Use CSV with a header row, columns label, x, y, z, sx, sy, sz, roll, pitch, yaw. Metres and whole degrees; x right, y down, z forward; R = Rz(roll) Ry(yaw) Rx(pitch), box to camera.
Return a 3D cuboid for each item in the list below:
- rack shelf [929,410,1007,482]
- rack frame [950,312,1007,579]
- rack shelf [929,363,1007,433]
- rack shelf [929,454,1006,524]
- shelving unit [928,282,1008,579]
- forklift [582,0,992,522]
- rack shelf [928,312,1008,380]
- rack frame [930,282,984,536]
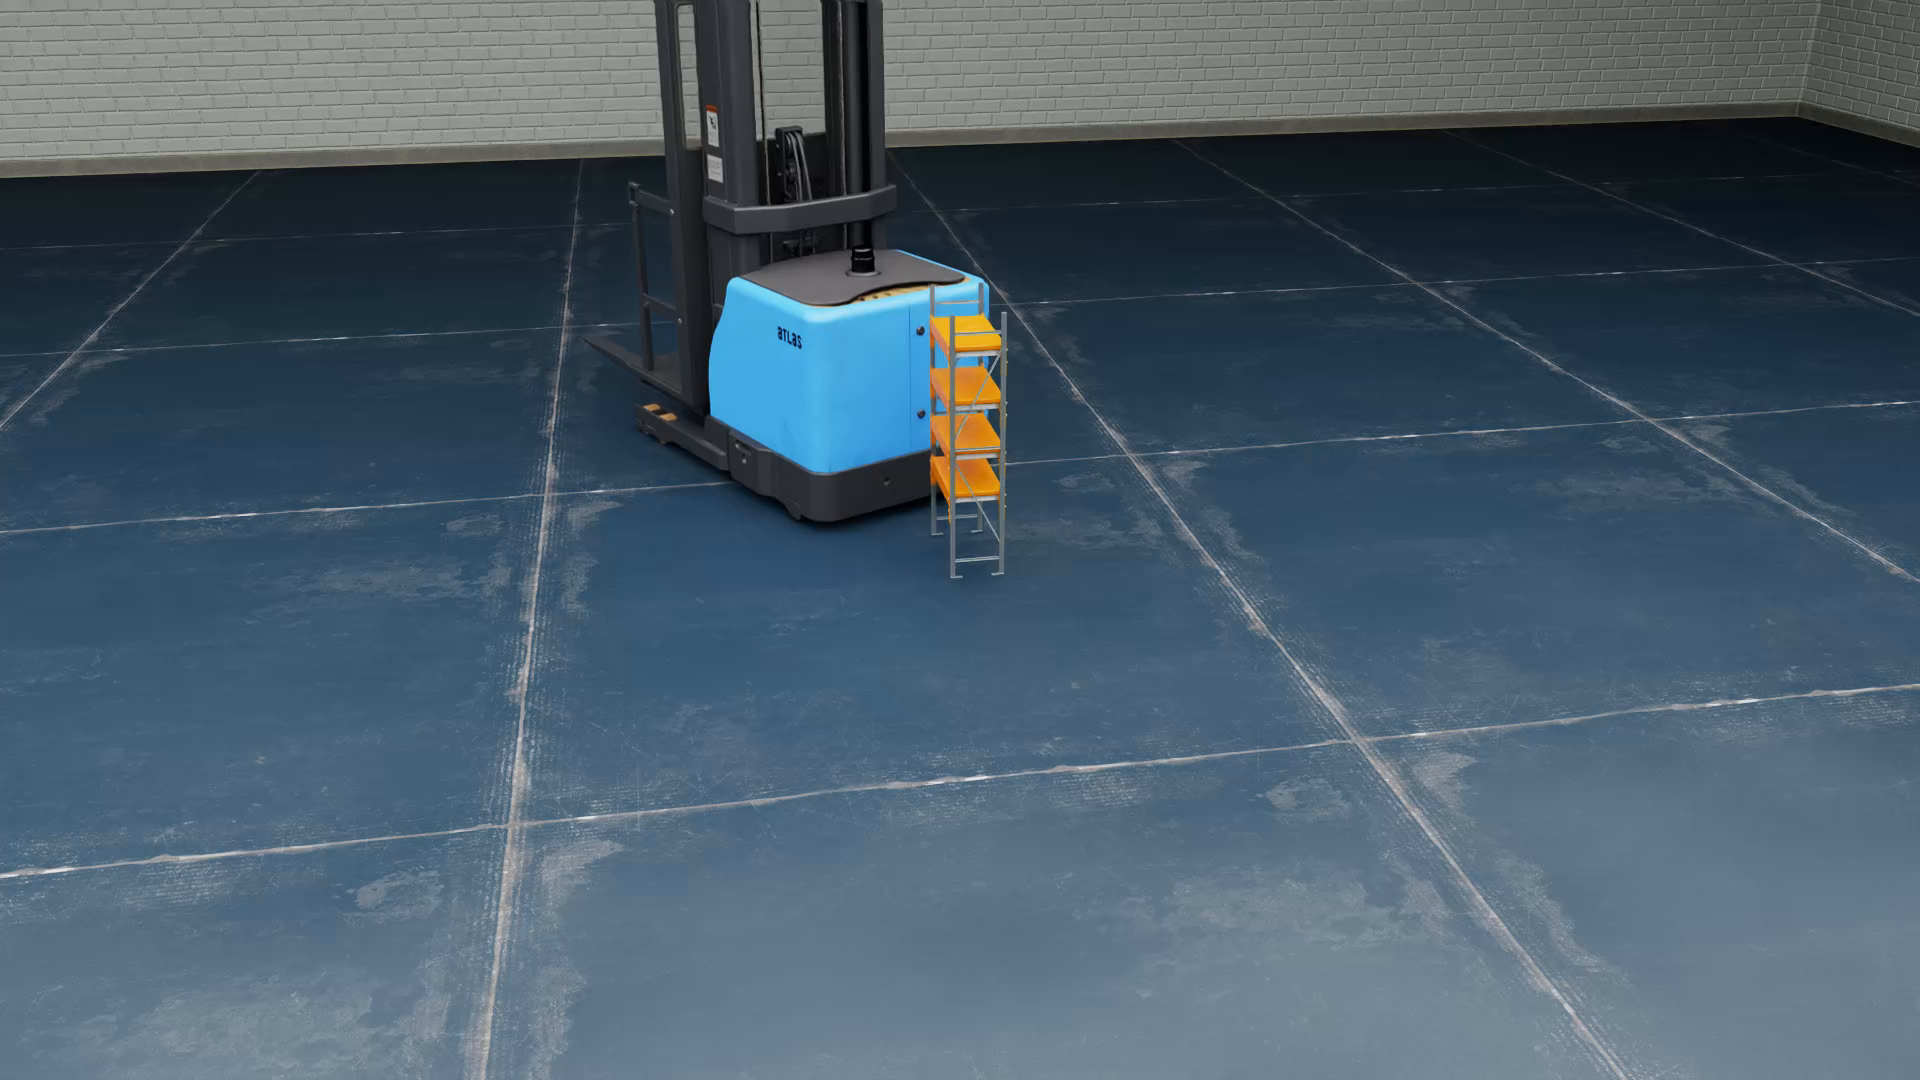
label,x,y,z,sx,sy,sz,roll,pitch,yaw
rack shelf,0.031,-0.423,7.388,0.258,0.148,0.480,-4,24,-10
rack frame,0.076,-0.389,7.141,0.240,1.200,0.015,-4,24,-10
rack shelf,0.031,-0.628,7.298,0.258,0.148,0.480,-4,24,-10
rack shelf,0.031,-0.241,7.467,0.258,0.148,0.480,-4,24,-10
shelving unit,0.031,-0.485,7.361,0.258,1.200,0.503,-4,24,-10
forklift,-1.116,-1.957,8.569,1.130,2.935,3.031,-16,28,-33
rack shelf,0.031,-0.845,7.204,0.258,0.148,0.480,-4,24,-10
rack frame,-0.014,-0.581,7.581,0.240,1.200,0.015,-4,24,-10
